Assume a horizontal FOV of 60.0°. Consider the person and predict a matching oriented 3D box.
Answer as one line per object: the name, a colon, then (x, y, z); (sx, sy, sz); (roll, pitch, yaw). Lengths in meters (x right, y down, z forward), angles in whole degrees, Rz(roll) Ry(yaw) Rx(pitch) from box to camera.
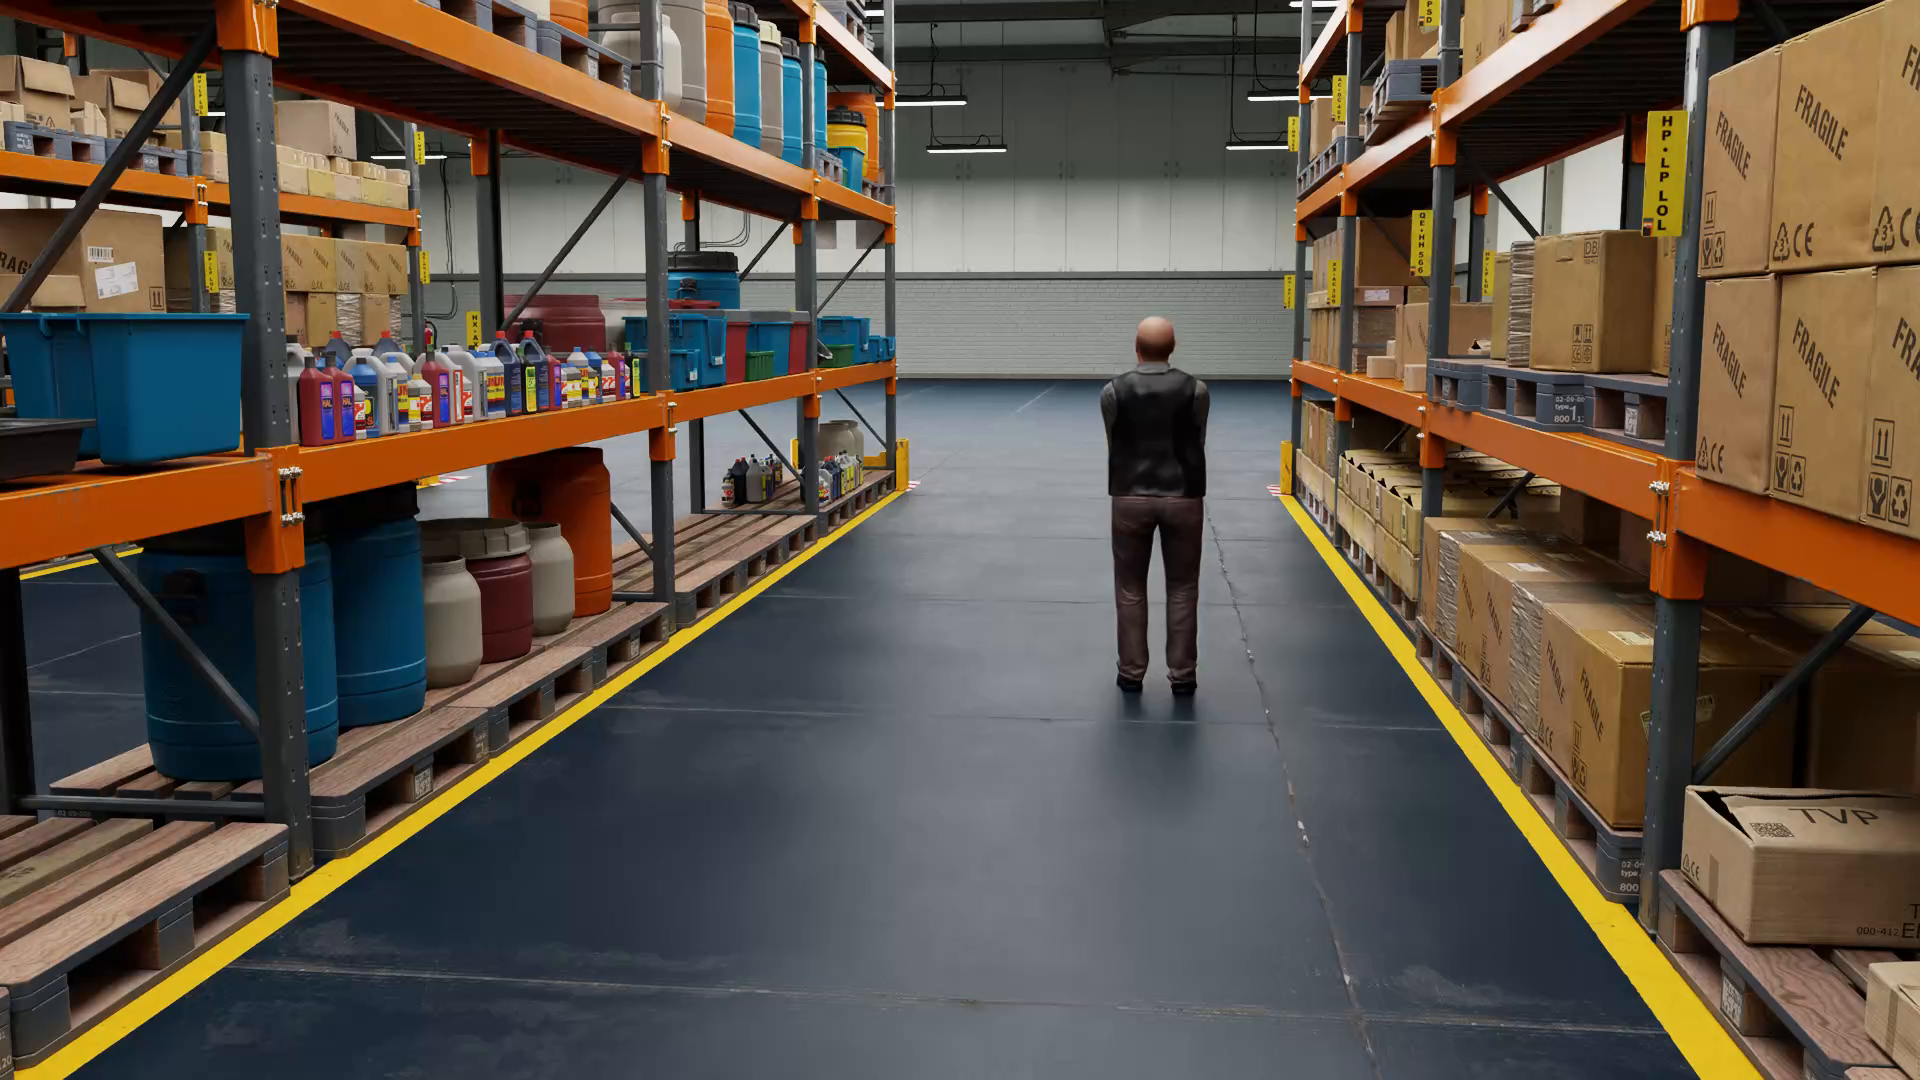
person: (0.891, -0.166, 7.668); (0.495, 1.718, 0.555); (1, 8, 7)
